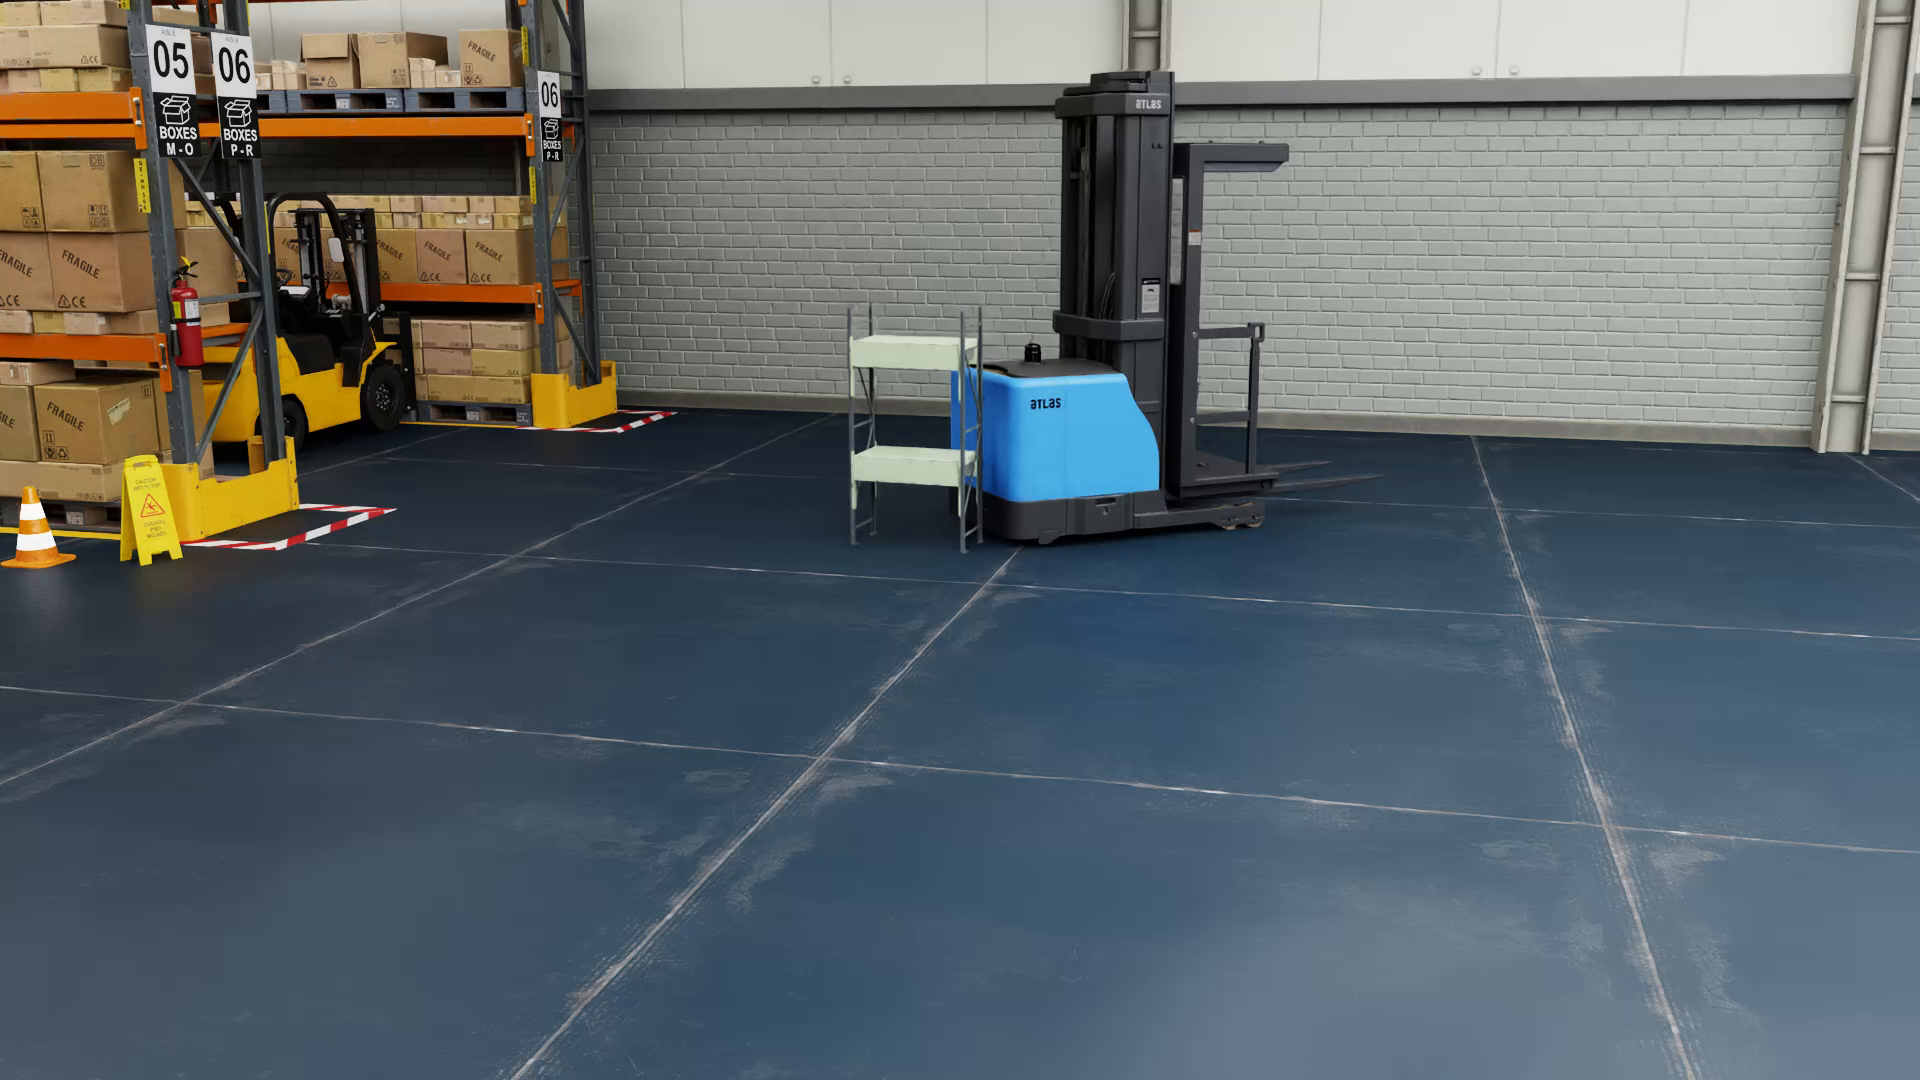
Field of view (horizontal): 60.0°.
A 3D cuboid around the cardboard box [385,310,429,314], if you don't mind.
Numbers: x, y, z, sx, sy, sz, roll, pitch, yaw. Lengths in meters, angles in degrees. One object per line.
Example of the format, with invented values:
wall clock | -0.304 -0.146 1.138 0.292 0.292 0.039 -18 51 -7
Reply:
cardboard box | -5.587 -2.121 16.439 0.500 0.250 0.500 3 13 12

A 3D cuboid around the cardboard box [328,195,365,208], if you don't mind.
cardboard box | -5.830 -3.204 15.835 0.250 0.149 0.380 3 13 14

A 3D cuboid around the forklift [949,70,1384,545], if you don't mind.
forklift | 1.485 -1.594 11.151 3.031 2.935 1.130 -6 14 -24

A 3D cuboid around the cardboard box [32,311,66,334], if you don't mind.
cardboard box | -5.817 -1.440 10.877 0.250 0.149 0.380 3 13 13

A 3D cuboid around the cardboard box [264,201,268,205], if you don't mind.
cardboard box | -6.595 -3.223 15.919 0.250 0.149 0.380 3 13 15

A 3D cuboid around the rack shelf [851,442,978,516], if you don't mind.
rack shelf | -0.276 -0.393 10.548 0.720 0.370 0.431 4 13 18

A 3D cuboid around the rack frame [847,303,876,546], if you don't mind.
rack frame | -0.624 -0.736 10.588 0.023 1.500 0.400 4 13 18

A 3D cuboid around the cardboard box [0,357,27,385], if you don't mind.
cardboard box | -6.343 -1.131 11.056 0.250 0.149 0.380 3 13 14

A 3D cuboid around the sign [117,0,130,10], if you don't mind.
sign | -5.039 -3.361 9.989 0.005 0.325 0.100 3 13 14

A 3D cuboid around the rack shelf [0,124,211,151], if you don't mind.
rack shelf | -9.526 -4.049 16.793 4.000 0.370 1.077 3 13 14

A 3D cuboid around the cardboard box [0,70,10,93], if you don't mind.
cardboard box | -6.029 -2.936 10.695 0.250 0.149 0.380 3 13 14

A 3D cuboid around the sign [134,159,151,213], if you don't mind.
sign | -5.039 -2.184 10.250 0.005 0.325 0.100 3 13 14

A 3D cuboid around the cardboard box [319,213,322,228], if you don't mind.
cardboard box | -6.102 -3.053 15.840 0.250 0.149 0.380 3 13 12

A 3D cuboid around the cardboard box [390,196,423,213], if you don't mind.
cardboard box | -5.110 -3.142 15.555 0.250 0.149 0.380 3 13 15

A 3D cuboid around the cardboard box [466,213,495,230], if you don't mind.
cardboard box | -4.360 -2.956 15.403 0.250 0.149 0.380 3 13 14

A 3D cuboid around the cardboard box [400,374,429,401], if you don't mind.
cardboard box | -5.197 -1.500 15.950 0.500 0.250 0.500 3 13 14

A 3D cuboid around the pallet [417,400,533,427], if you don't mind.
pallet | -4.453 -1.294 16.078 1.213 0.211 1.003 3 13 14

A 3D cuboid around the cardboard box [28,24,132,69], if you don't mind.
cardboard box | -5.448 -3.086 10.454 0.500 0.250 0.500 3 13 13

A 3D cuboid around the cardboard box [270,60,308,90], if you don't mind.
cardboard box | -6.216 -4.344 15.570 0.258 0.266 0.396 3 13 12

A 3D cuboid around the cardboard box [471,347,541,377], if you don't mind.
cardboard box | -4.248 -1.690 15.652 0.500 0.250 0.500 3 13 13

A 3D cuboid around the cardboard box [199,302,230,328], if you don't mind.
cardboard box | -5.167 -1.519 11.234 0.250 0.149 0.380 3 13 14

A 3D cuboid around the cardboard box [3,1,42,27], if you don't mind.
cardboard box | -5.779 -3.298 10.485 0.250 0.149 0.380 3 13 13

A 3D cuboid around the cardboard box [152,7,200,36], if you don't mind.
cardboard box | -5.183 -3.373 10.823 0.250 0.149 0.380 3 13 13

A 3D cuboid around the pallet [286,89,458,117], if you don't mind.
pallet | -5.569 -4.150 15.794 1.213 0.211 1.003 3 13 14

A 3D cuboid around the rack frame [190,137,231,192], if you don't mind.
rack frame | -7.584 -2.832 16.572 0.127 3.000 1.000 3 13 14

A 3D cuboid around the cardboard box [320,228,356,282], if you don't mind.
cardboard box | -5.731 -2.723 15.849 0.500 0.500 0.500 3 13 14

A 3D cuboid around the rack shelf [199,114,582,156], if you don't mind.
rack shelf | -5.643 -3.841 15.857 4.000 0.370 1.077 3 13 14

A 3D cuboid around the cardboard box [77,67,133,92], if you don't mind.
cardboard box | -5.300 -2.882 10.452 0.250 0.149 0.380 3 13 14

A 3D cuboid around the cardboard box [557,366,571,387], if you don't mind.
cardboard box | -4.131 -1.553 16.189 0.500 0.250 0.500 3 13 14

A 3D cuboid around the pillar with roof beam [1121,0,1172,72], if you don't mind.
pillar with roof beam | 0.633 -4.562 10.520 0.400 9.000 9.100 3 13 14

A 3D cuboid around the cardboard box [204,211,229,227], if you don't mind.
cardboard box | -7.086 -3.112 16.108 0.250 0.149 0.380 3 13 15

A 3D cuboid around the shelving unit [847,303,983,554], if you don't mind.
shelving unit | -0.276 -0.711 10.477 0.755 1.500 0.431 4 13 18

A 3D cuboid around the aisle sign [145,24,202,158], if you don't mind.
aisle sign | -4.896 -2.785 10.360 0.004 0.787 0.394 3 13 14

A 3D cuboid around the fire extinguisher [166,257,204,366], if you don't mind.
fire extinguisher | -4.886 -1.440 10.476 0.183 0.674 0.296 3 13 14

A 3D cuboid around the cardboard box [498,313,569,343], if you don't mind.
cardboard box | -4.122 -2.040 16.072 0.500 0.250 0.500 3 13 13

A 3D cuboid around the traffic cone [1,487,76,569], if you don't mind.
traffic cone | -5.613 -0.093 10.084 0.334 0.463 0.336 3 13 14

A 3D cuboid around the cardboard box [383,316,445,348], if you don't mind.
cardboard box | -5.212 -1.983 15.815 0.500 0.250 0.500 3 13 14

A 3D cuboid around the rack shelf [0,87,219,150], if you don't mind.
rack shelf | -6.828 -2.797 11.152 4.000 0.370 1.077 3 13 14

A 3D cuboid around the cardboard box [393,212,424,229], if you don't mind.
cardboard box | -5.106 -3.001 15.608 0.250 0.149 0.380 3 13 12

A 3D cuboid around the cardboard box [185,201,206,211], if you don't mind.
cardboard box | -7.346 -3.264 16.103 0.250 0.149 0.380 3 13 15

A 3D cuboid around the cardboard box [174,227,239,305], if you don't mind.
cardboard box | -5.280 -1.857 11.261 0.500 0.500 0.500 3 13 13

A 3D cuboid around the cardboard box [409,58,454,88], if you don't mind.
cardboard box | -4.824 -4.269 15.235 0.258 0.266 0.396 3 13 14

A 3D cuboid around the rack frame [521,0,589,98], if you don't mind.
rack frame | -3.701 -5.553 14.987 0.127 3.000 1.000 3 13 14

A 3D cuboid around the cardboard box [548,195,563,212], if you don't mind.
cardboard box | -3.976 -3.197 15.804 0.250 0.149 0.380 3 13 12

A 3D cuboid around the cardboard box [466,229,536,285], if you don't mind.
cardboard box | -4.242 -2.643 15.492 0.500 0.500 0.500 3 13 12

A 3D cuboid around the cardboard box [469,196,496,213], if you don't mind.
cardboard box | -4.346 -3.115 15.435 0.250 0.149 0.380 3 13 14

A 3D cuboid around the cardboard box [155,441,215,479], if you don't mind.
cardboard box | -5.603 -0.543 11.634 0.500 0.250 0.500 3 13 13
